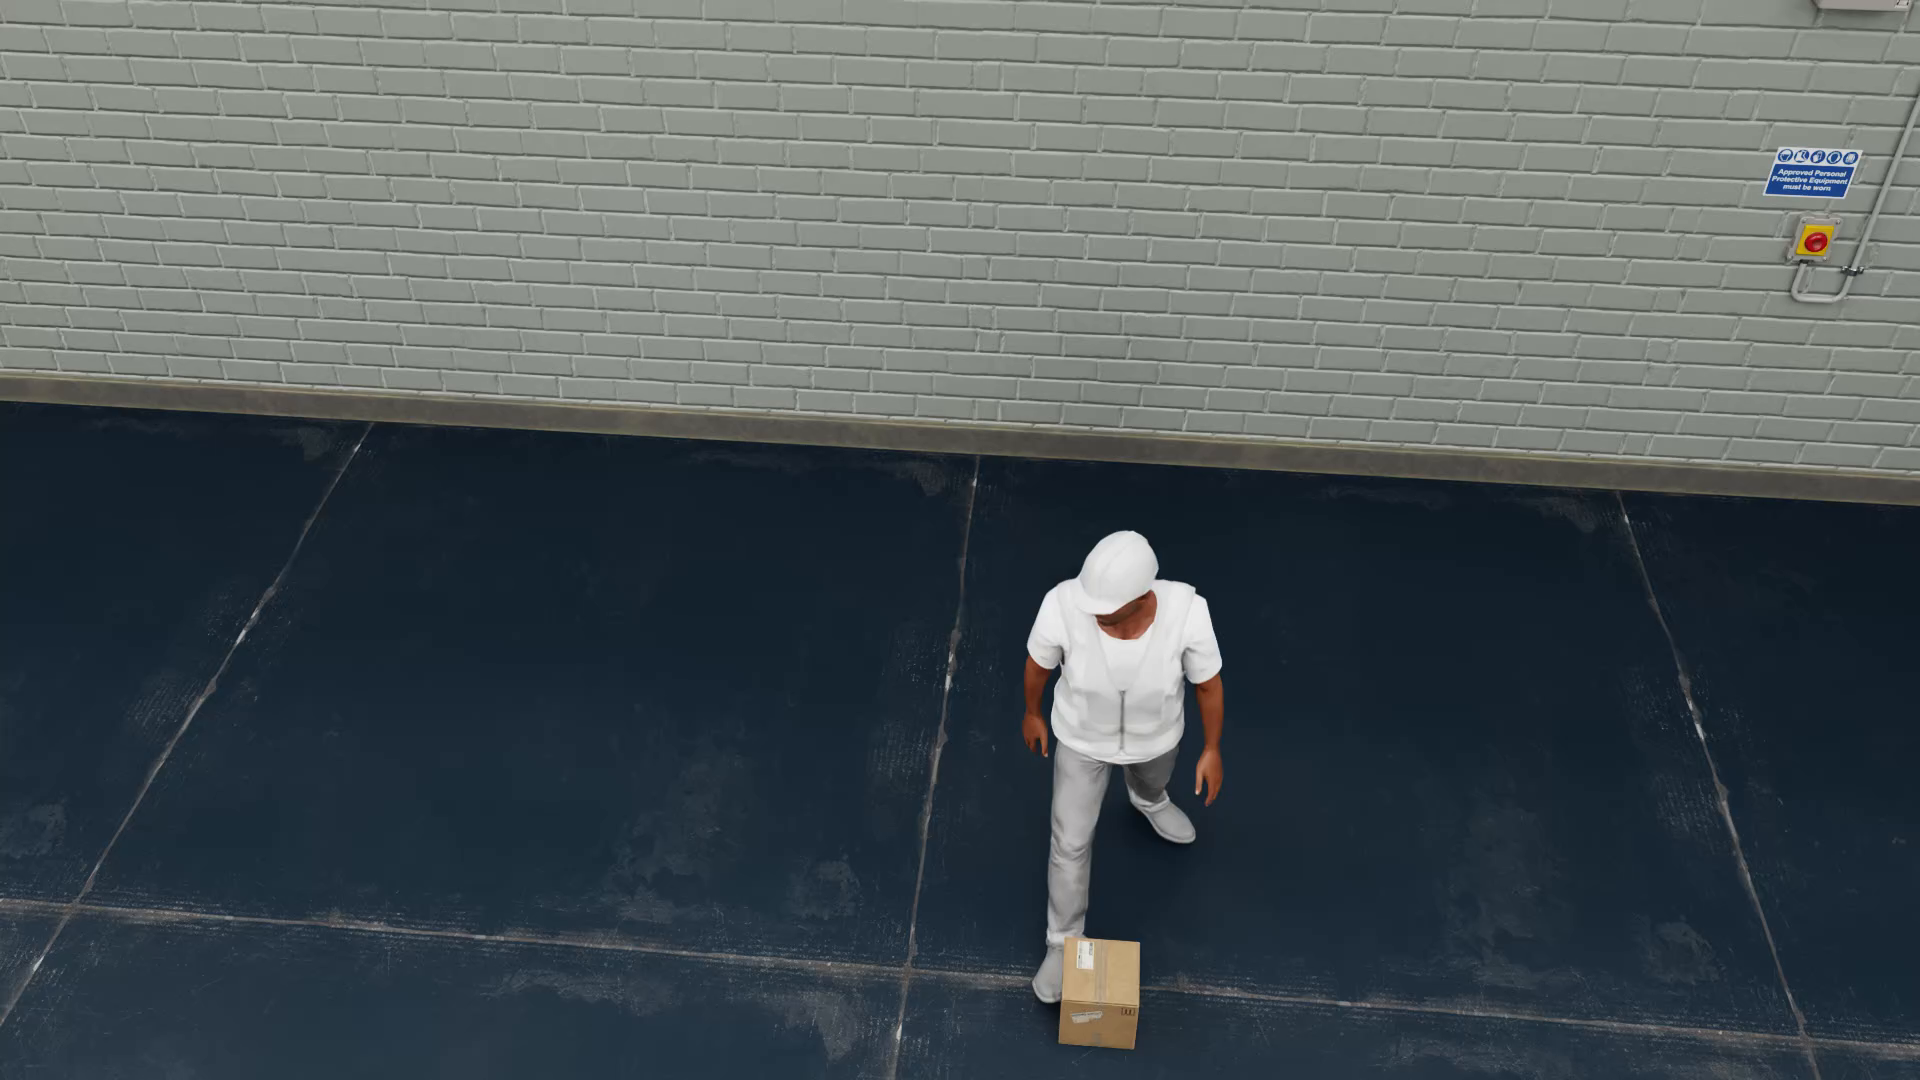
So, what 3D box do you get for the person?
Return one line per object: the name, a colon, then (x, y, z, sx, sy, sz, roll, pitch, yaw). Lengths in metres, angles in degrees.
person: (0.543, 0.625, 5.399, 0.666, 1.738, 0.941, -1, 40, -2)
